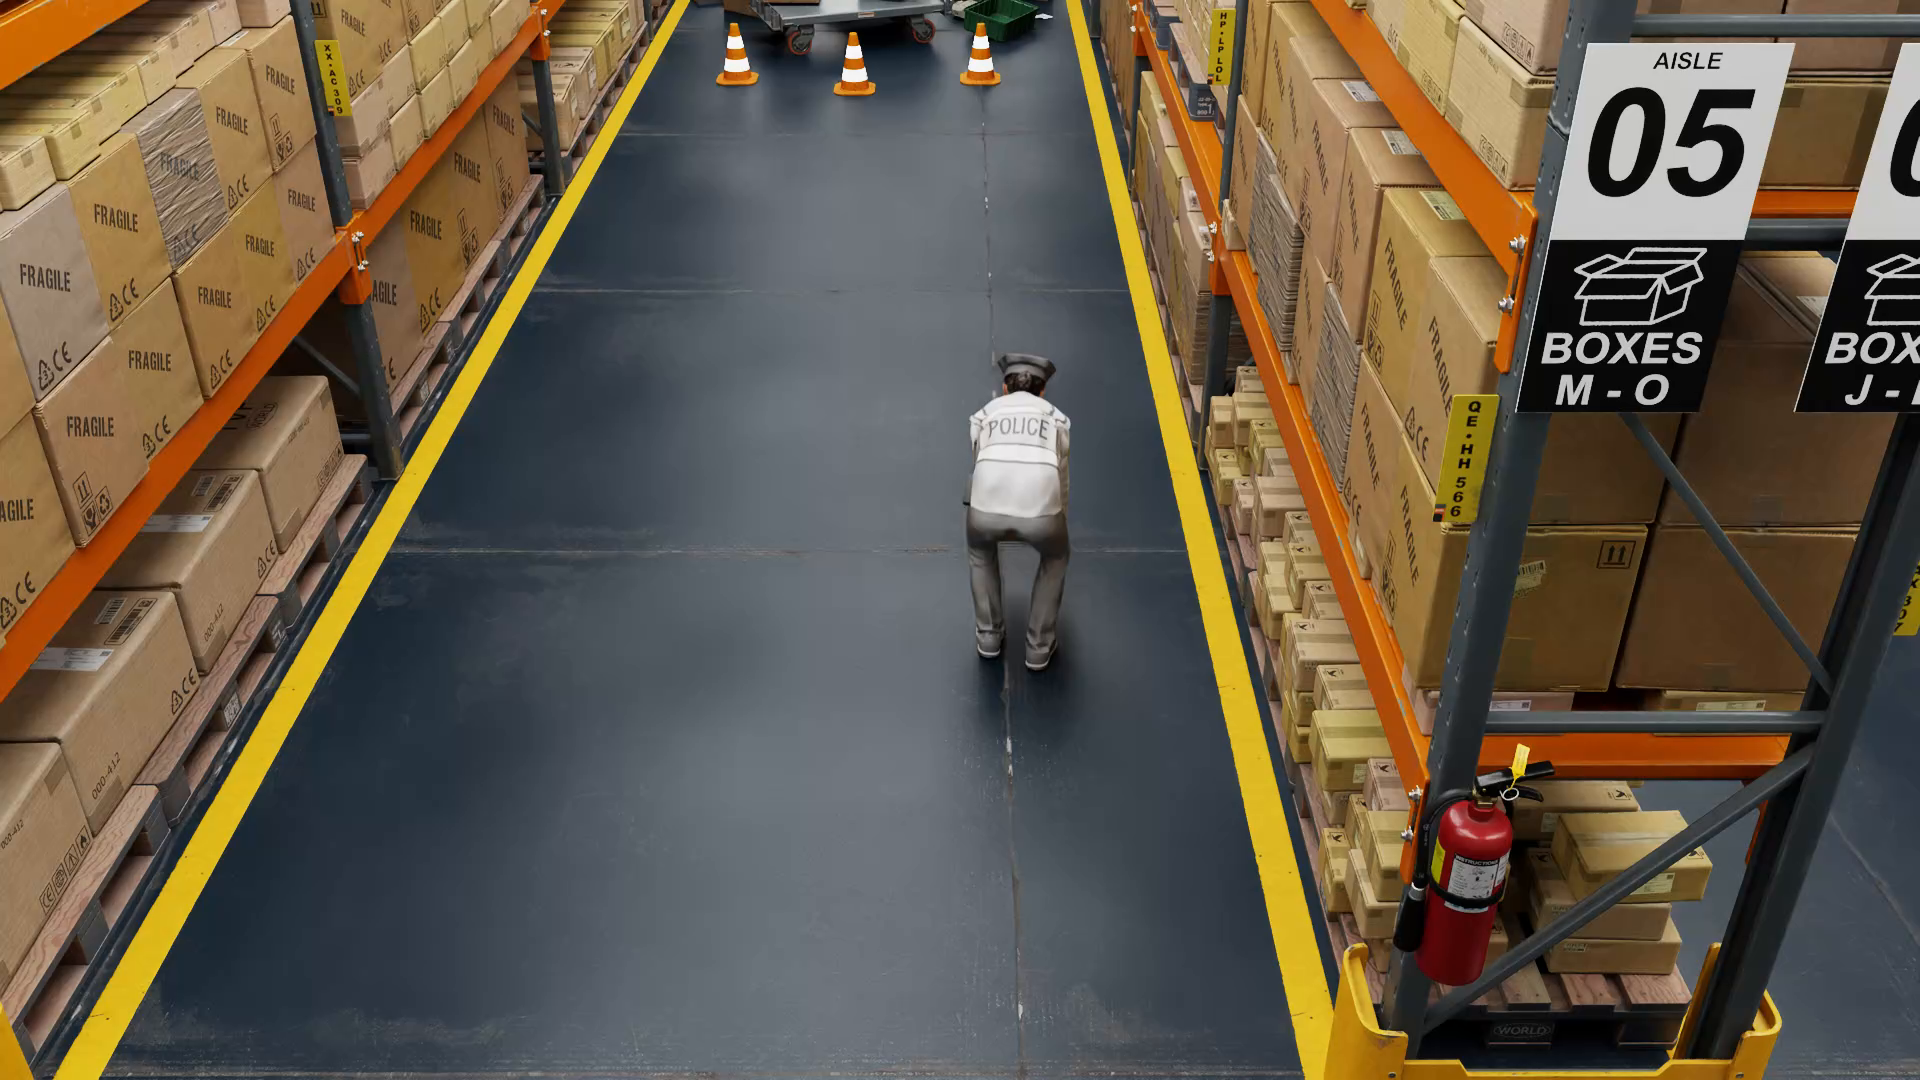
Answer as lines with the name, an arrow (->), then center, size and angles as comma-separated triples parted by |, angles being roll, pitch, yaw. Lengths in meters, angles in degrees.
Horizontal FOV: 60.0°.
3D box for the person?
person -> 0.246, -0.119, 6.824 | 0.434, 1.146, 0.914 | 3, 32, 6
